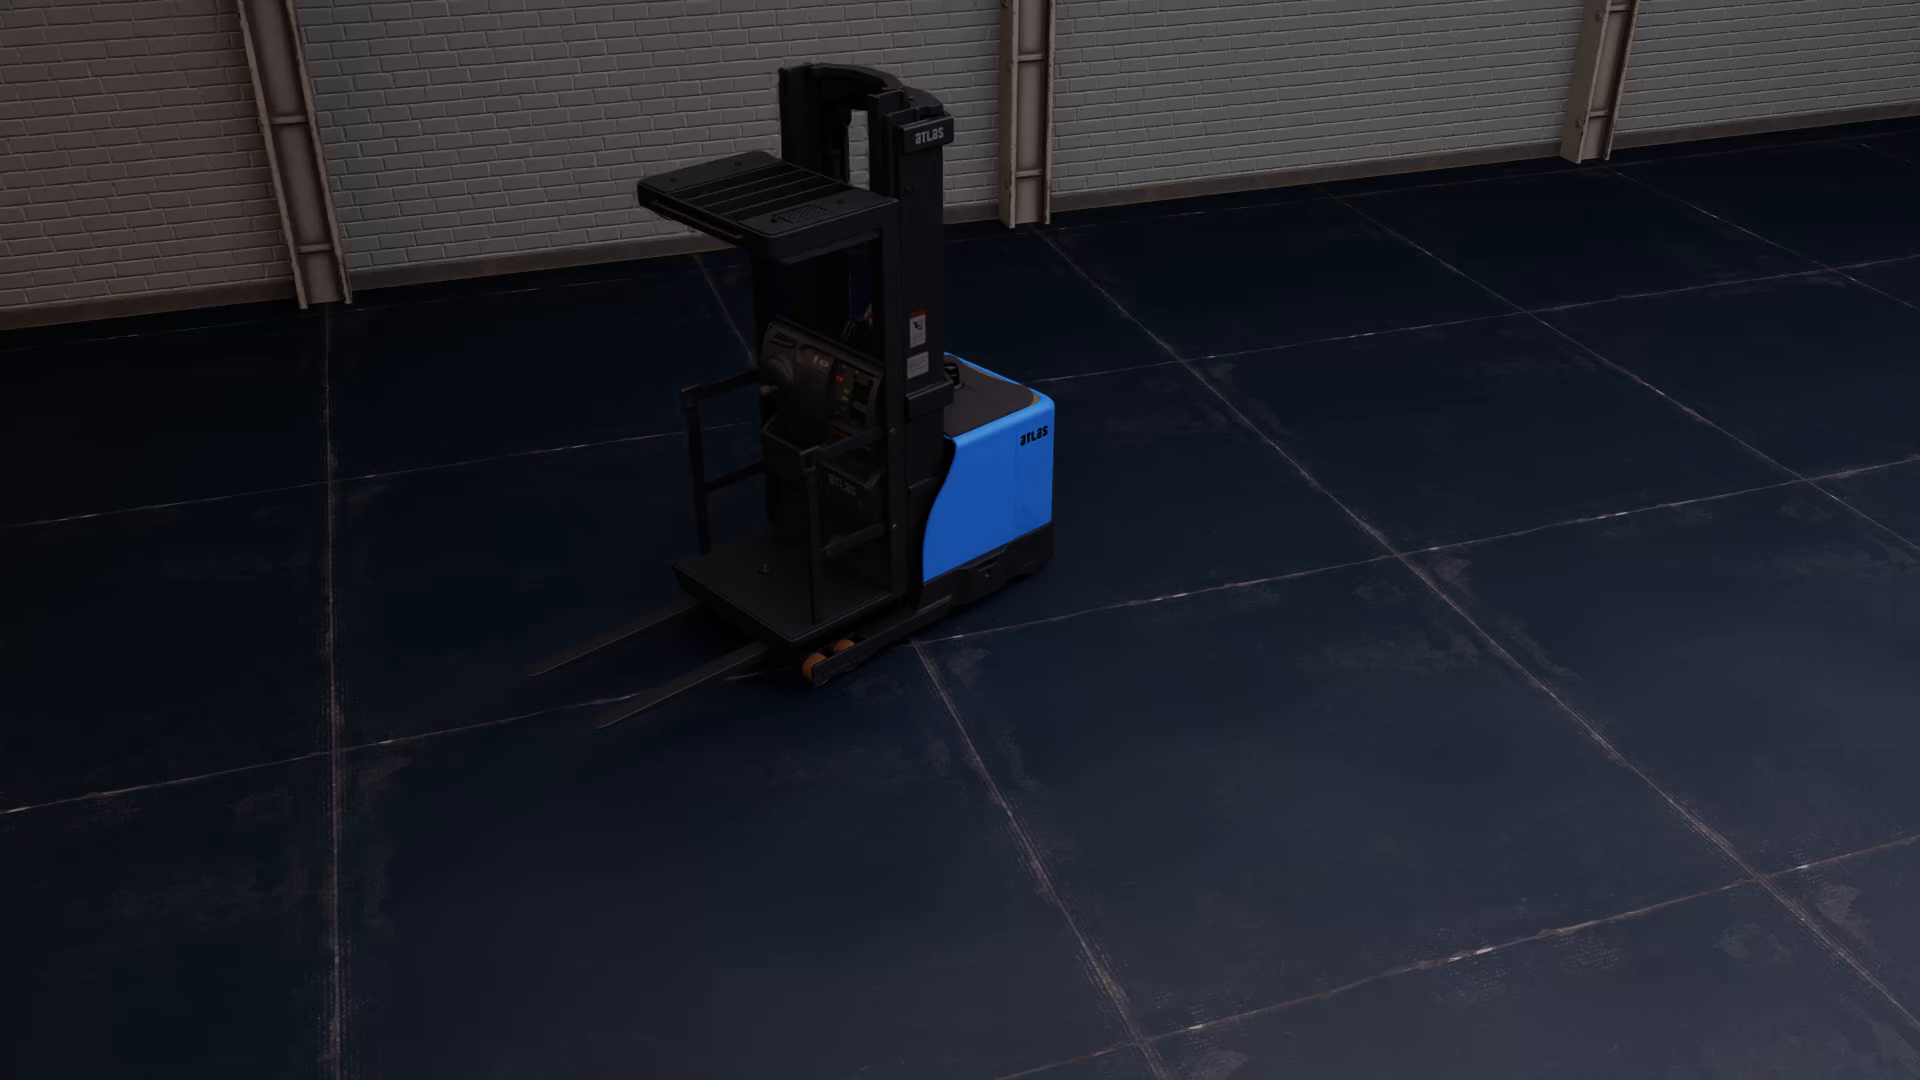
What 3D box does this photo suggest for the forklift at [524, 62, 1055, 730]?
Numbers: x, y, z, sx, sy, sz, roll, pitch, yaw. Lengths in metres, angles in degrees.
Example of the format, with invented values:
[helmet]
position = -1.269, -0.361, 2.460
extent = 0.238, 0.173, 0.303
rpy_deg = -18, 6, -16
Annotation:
[forklift]
position = -0.877, -0.802, 8.481
extent = 3.031, 2.935, 1.130
rpy_deg = -25, 38, -36

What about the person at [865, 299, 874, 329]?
[person]
position = -0.184, -0.991, 10.304
extent = 0.924, 1.557, 0.799
rpy_deg = 2, 30, 3
